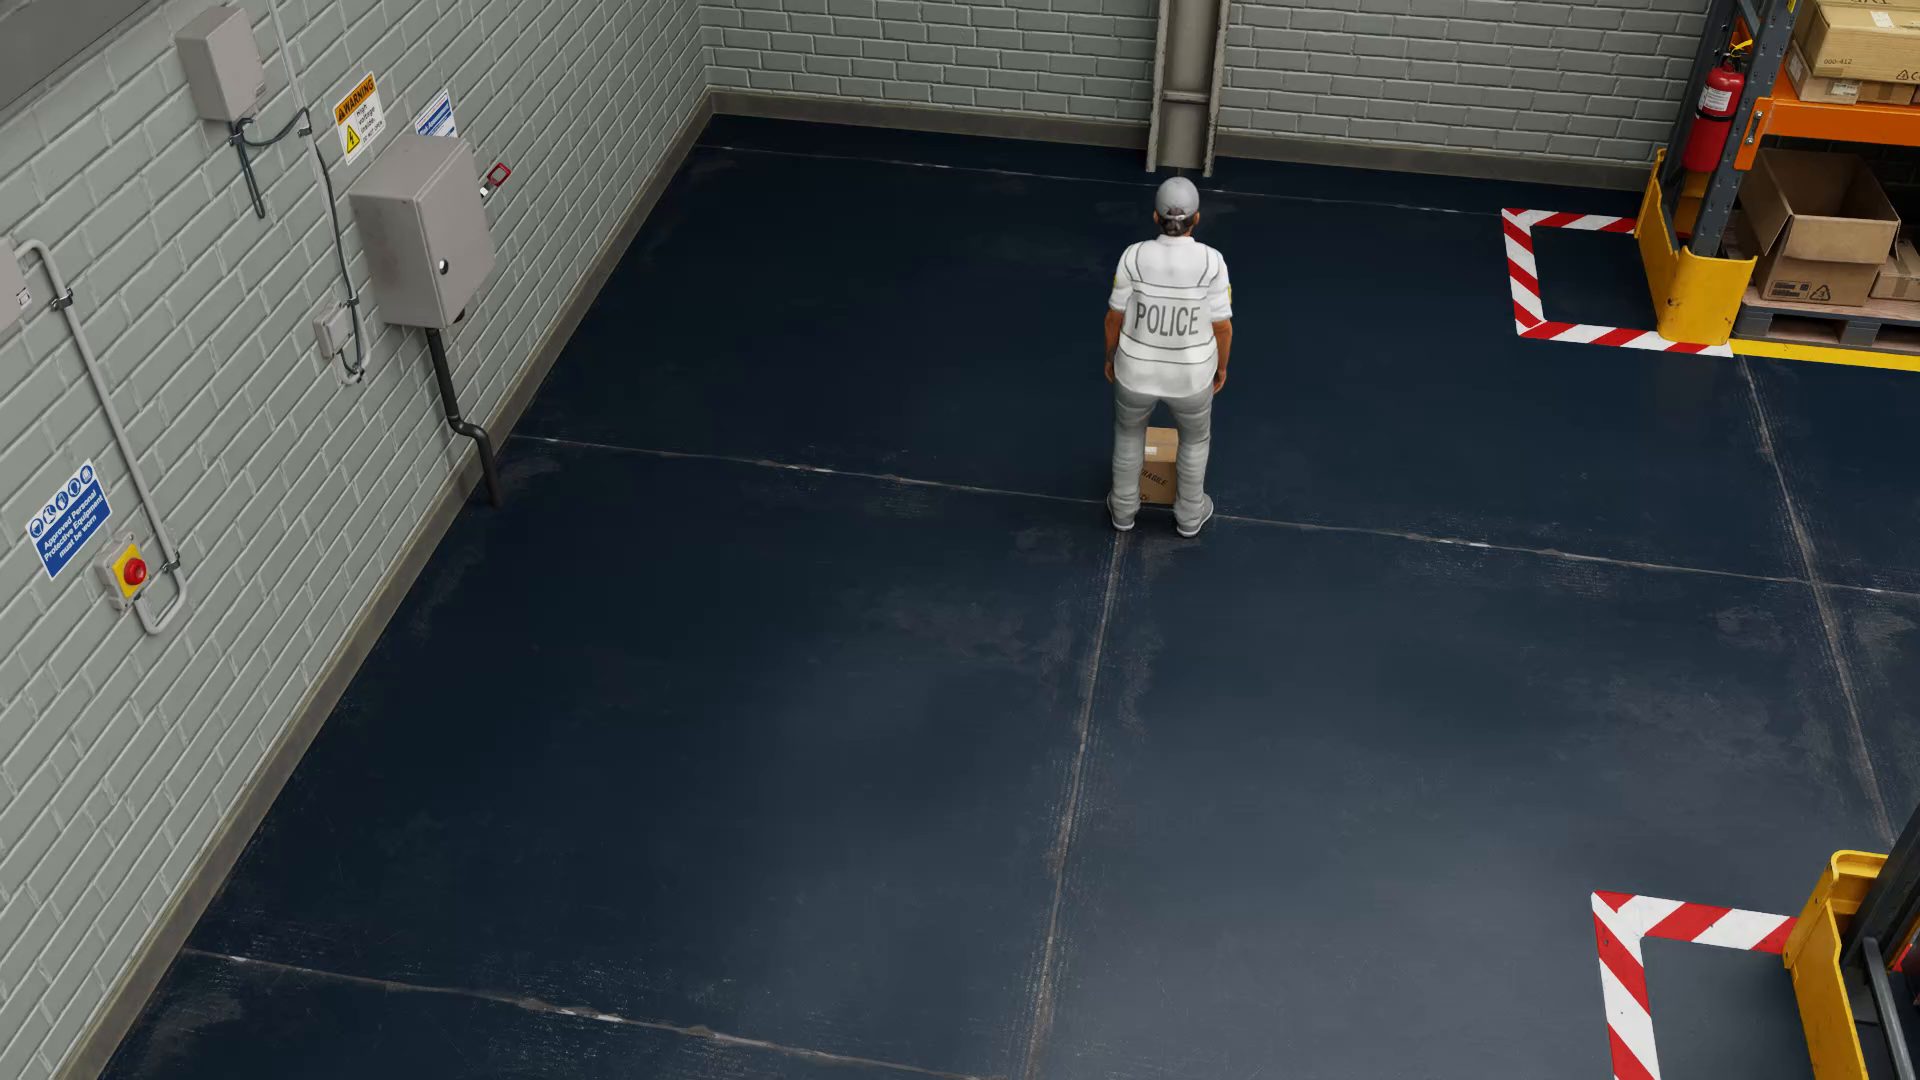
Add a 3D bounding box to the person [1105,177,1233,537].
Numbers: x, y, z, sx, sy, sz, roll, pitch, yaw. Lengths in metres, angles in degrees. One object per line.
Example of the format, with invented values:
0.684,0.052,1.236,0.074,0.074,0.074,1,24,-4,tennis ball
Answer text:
0.872,-0.735,7.005,0.538,1.666,0.465,7,41,8,person
